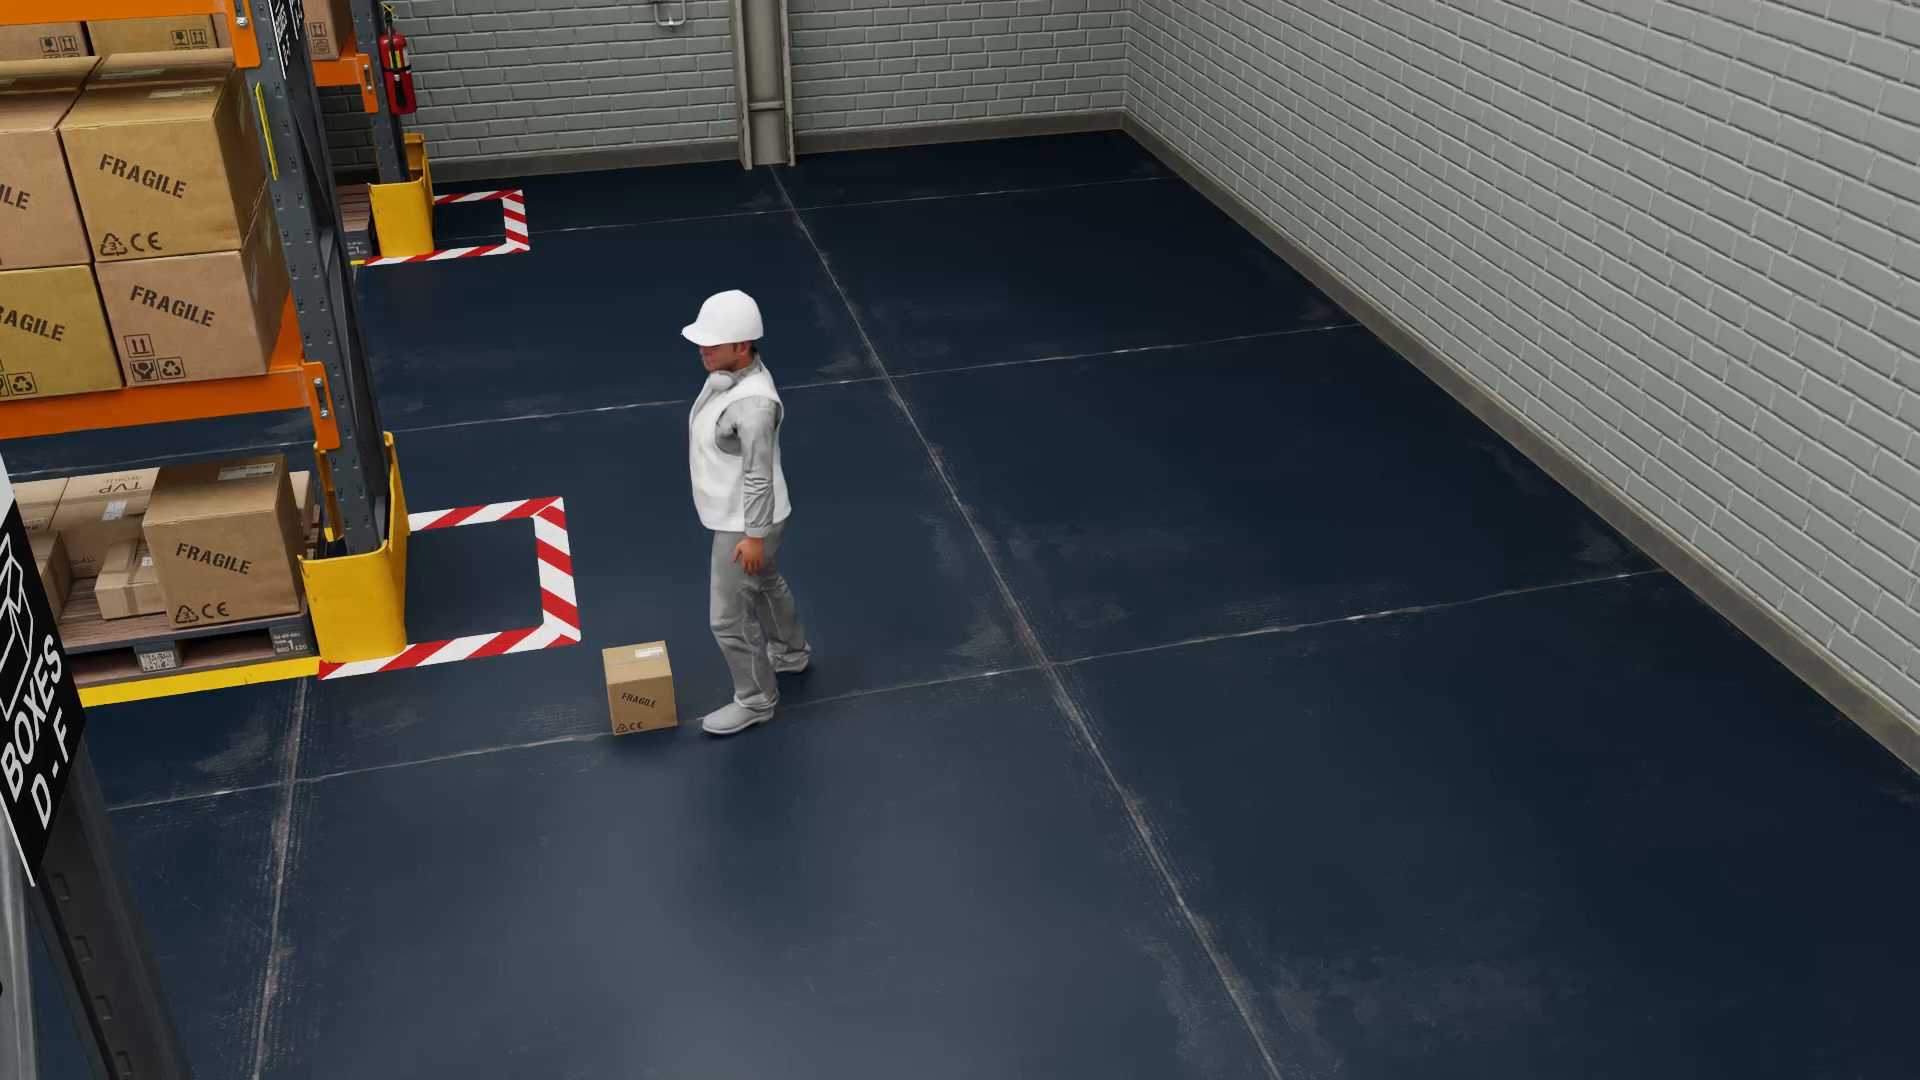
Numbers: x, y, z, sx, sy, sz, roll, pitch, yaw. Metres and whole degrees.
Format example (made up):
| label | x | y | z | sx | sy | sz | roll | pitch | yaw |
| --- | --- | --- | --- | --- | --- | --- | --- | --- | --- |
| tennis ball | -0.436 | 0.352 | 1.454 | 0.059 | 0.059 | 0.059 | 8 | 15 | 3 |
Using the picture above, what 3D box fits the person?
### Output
| label | x | y | z | sx | sy | sz | roll | pitch | yaw |
| --- | --- | --- | --- | --- | --- | --- | --- | --- | --- |
| person | -0.823 | -0.111 | 6.330 | 0.498 | 1.792 | 0.572 | -8 | 31 | -13 |
